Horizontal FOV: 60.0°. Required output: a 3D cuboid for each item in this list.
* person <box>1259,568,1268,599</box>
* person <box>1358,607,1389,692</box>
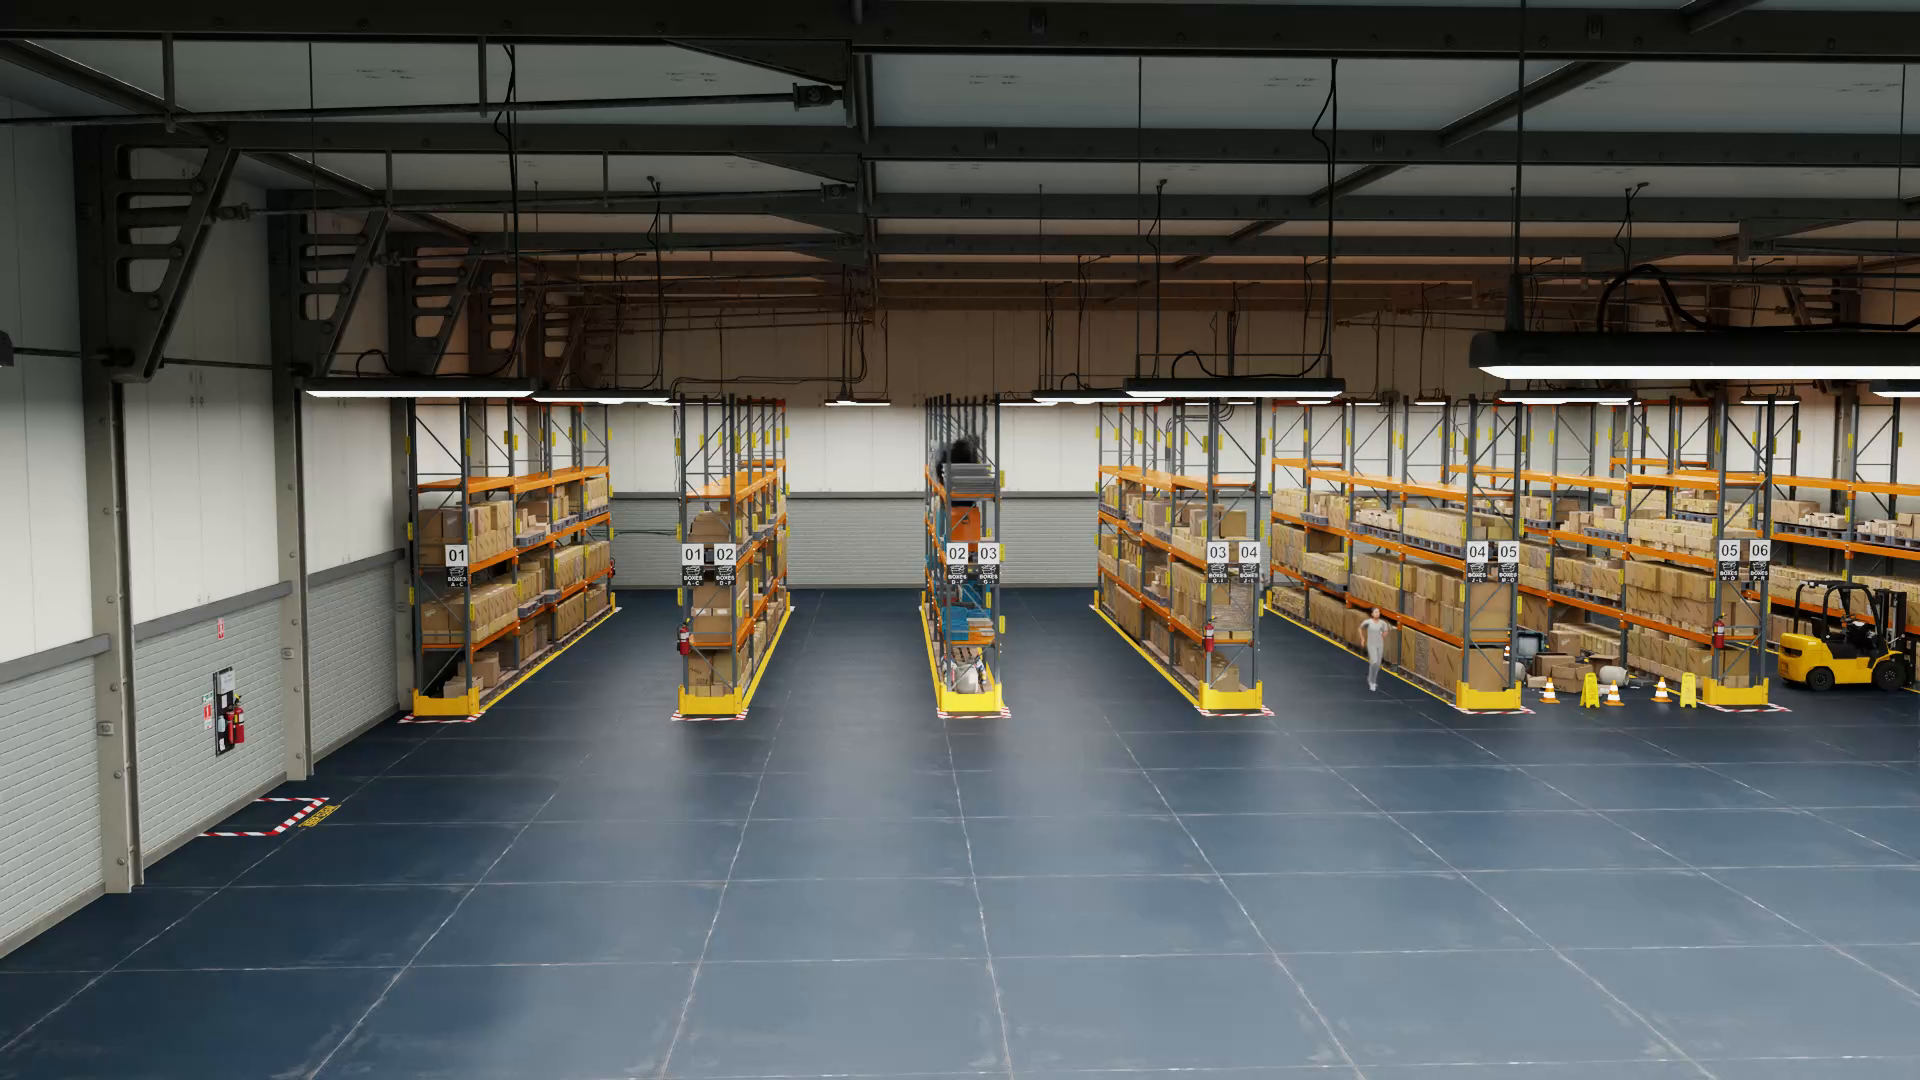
[{"bbox_3d":[7.851,1.353,44.133,0.647,1.788,0.871,0,5,5],"label":"person"},{"bbox_3d":[8.448,2.212,33.903,0.531,1.720,0.738,-1,5,-9],"label":"person"}]
